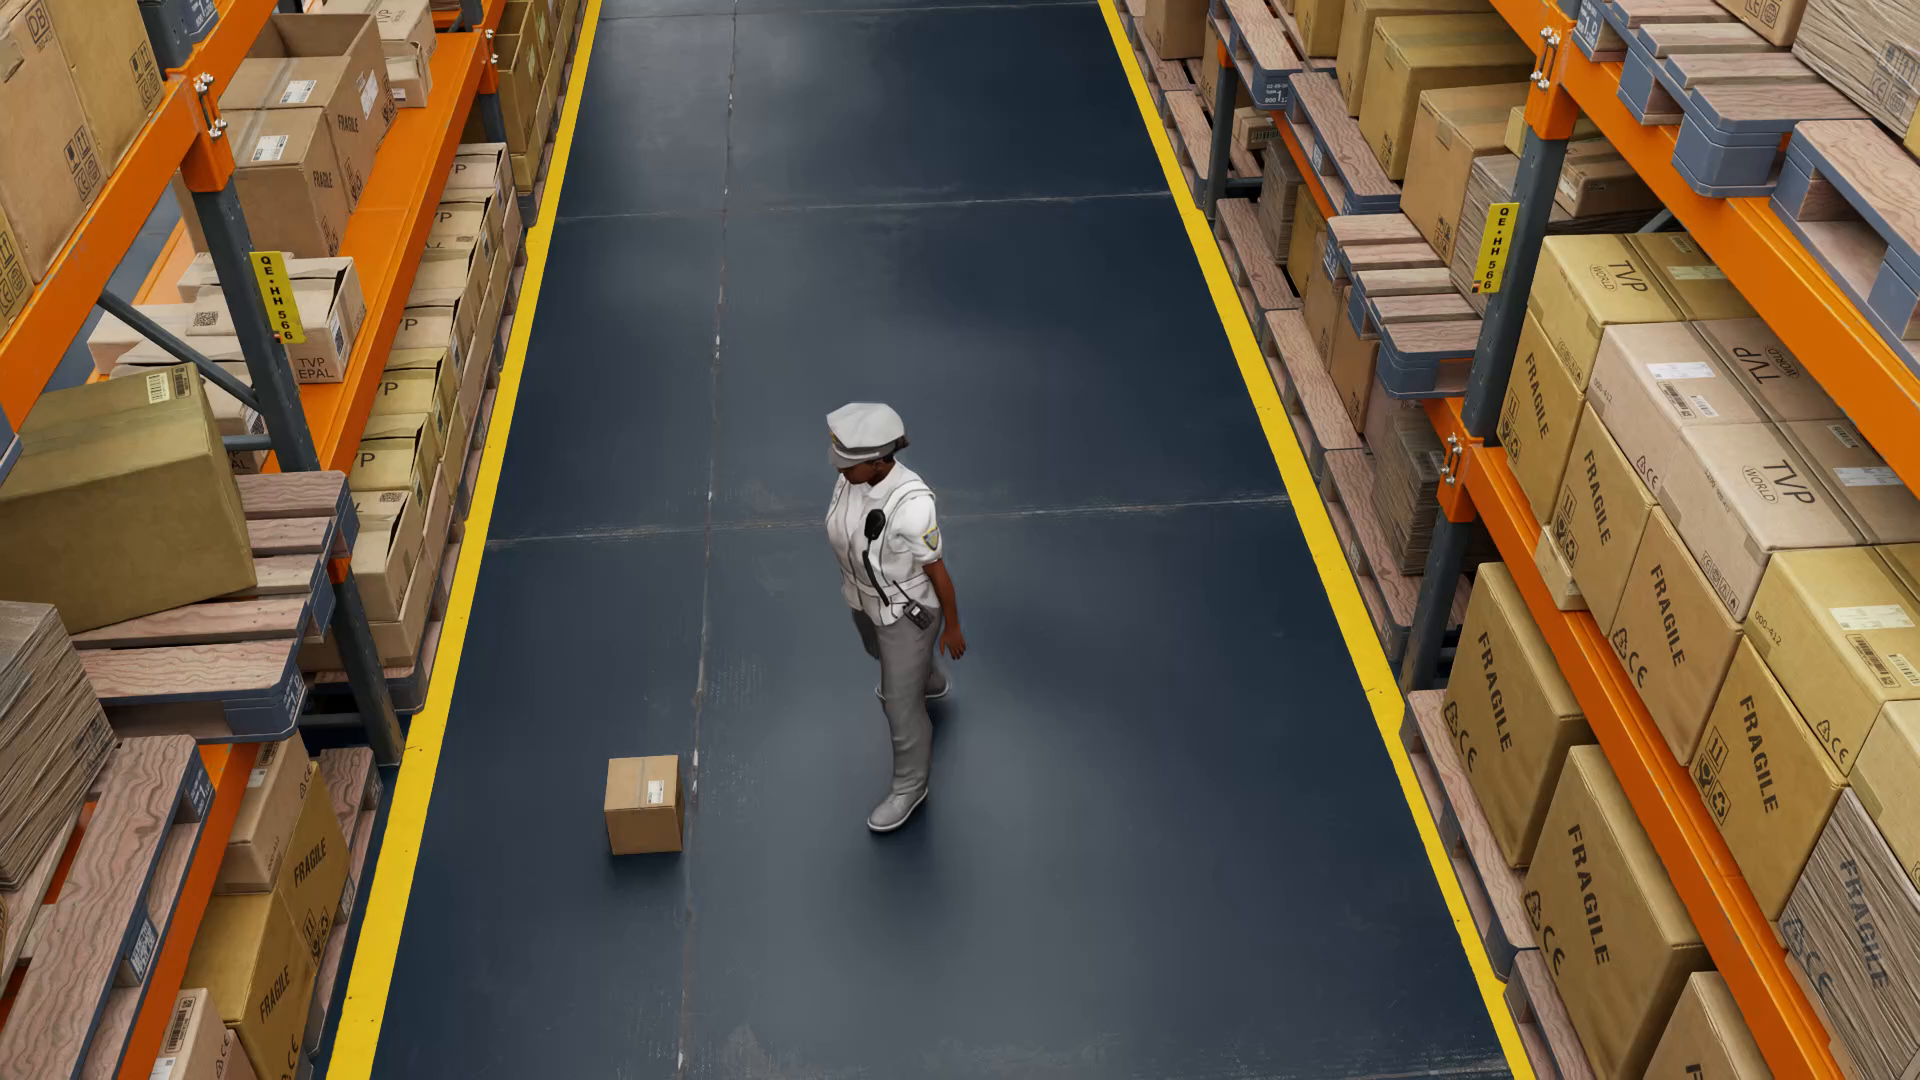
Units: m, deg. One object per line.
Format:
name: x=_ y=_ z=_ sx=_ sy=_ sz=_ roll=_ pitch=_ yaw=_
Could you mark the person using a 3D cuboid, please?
person: x=-0.228 y=0.189 z=5.924 sx=0.662 sy=1.635 sz=0.625 roll=-26 pitch=46 yaw=-28
